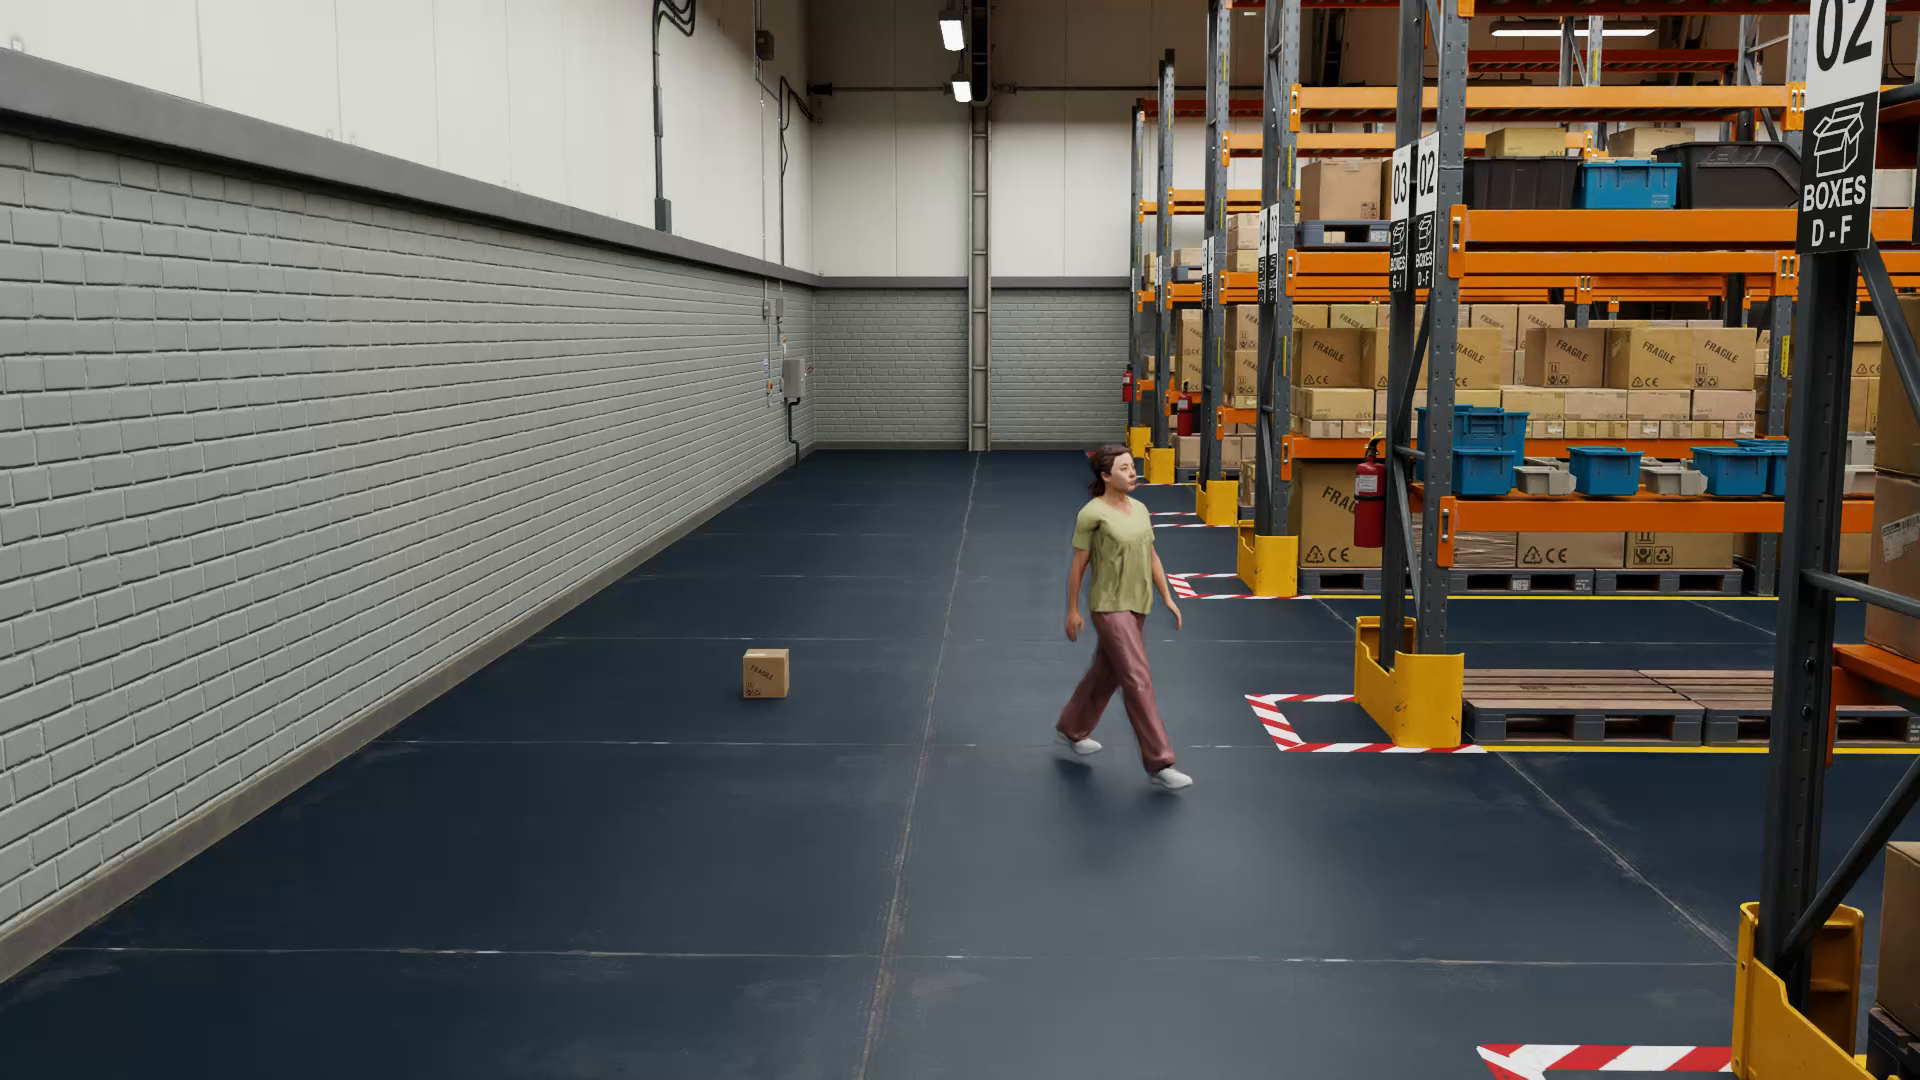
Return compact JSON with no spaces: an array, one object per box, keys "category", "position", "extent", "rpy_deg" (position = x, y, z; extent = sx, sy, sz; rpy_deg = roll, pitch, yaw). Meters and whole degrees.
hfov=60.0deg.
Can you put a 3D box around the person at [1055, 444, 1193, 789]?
[{"category":"person","position":[0.830,0.339,8.135],"extent":[0.466,1.614,1.020],"rpy_deg":[-7,10,-42]}]
